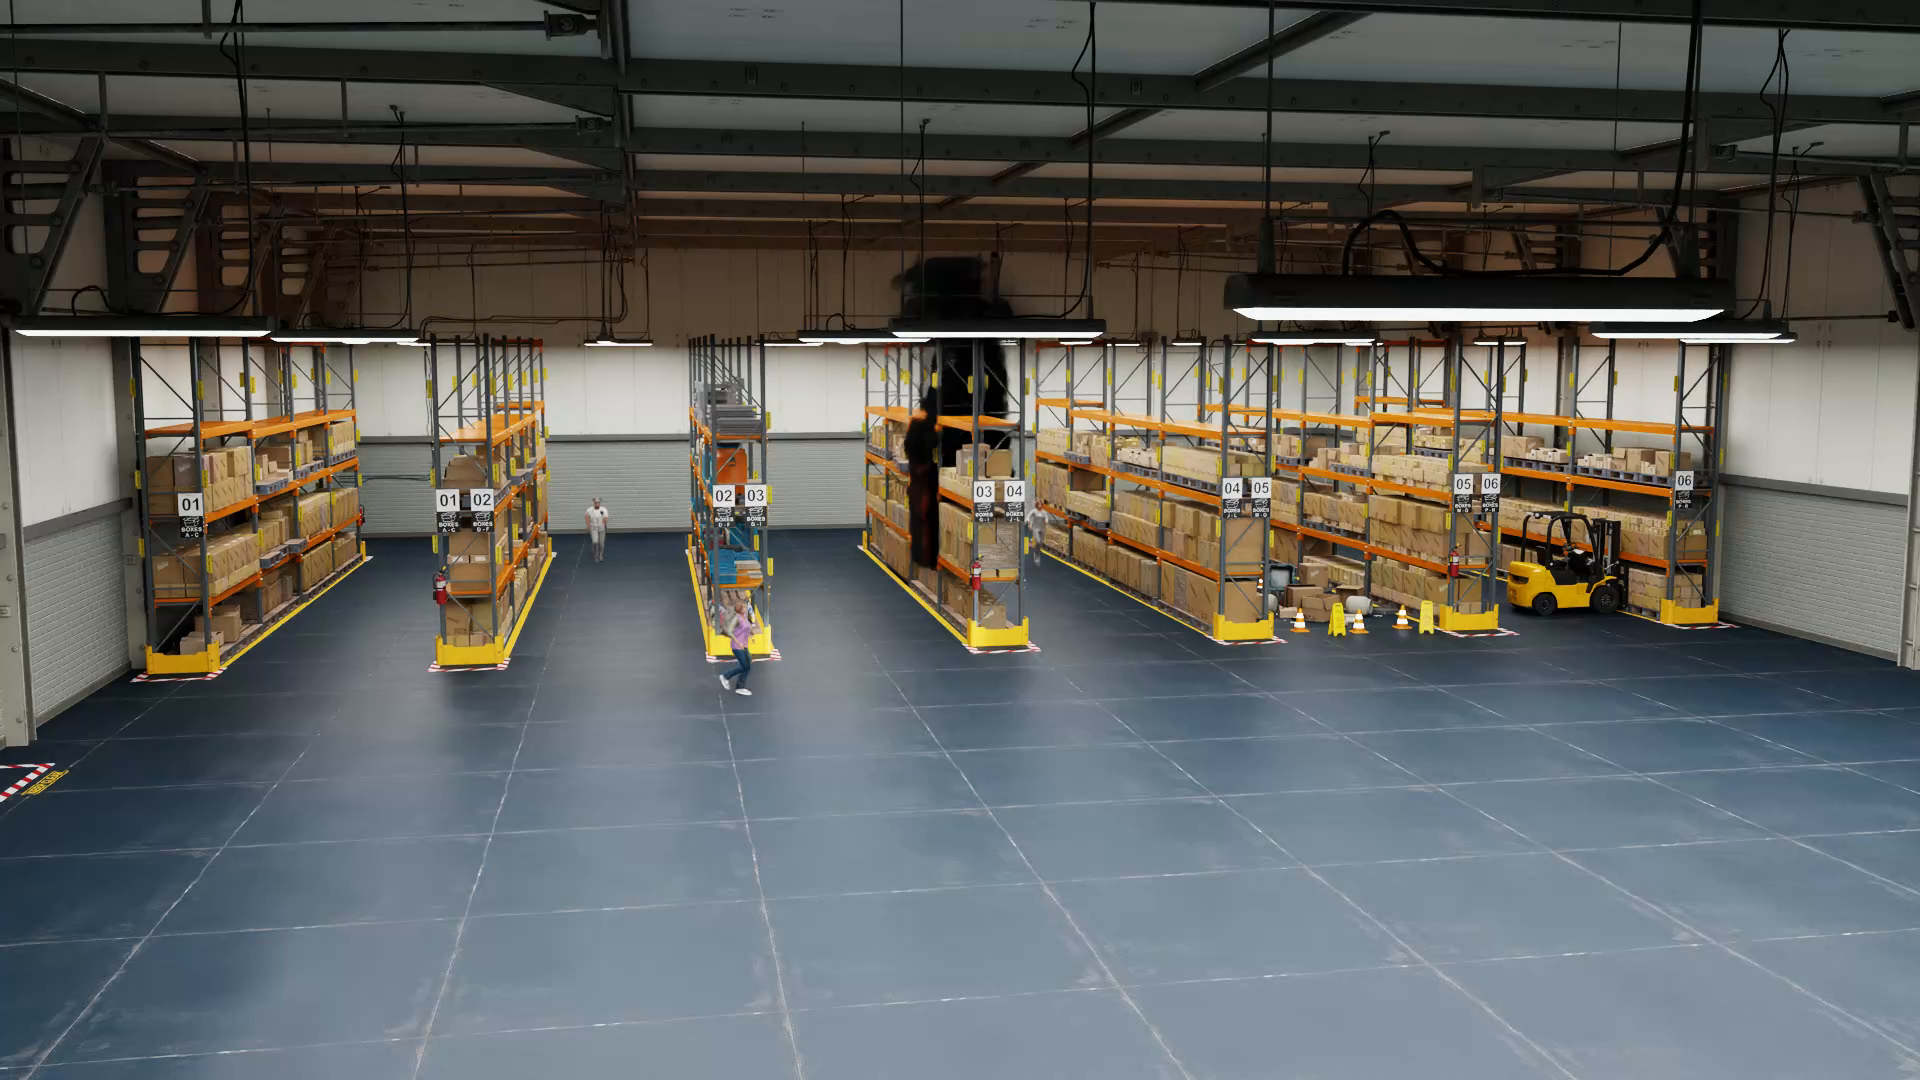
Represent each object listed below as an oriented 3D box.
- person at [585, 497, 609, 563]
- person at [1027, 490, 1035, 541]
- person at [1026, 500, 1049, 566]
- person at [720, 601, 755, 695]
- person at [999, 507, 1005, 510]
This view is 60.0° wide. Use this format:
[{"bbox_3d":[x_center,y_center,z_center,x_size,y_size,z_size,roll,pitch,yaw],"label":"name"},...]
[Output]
[{"bbox_3d":[-9.762,-0.257,44.822,0.582,1.826,0.885,-3,7,-22],"label":"person"},{"bbox_3d":[2.315,-0.751,49.513,0.559,1.598,0.604,-2,7,-20],"label":"person"},{"bbox_3d":[2.003,-0.186,42.329,0.503,1.661,0.662,-2,7,-19],"label":"person"},{"bbox_3d":[-3.706,1.790,27.679,0.539,1.575,0.559,2,7,15],"label":"person"},{"bbox_3d":[1.156,-0.495,47.113,0.680,1.690,0.641,-1,7,-8],"label":"person"}]
